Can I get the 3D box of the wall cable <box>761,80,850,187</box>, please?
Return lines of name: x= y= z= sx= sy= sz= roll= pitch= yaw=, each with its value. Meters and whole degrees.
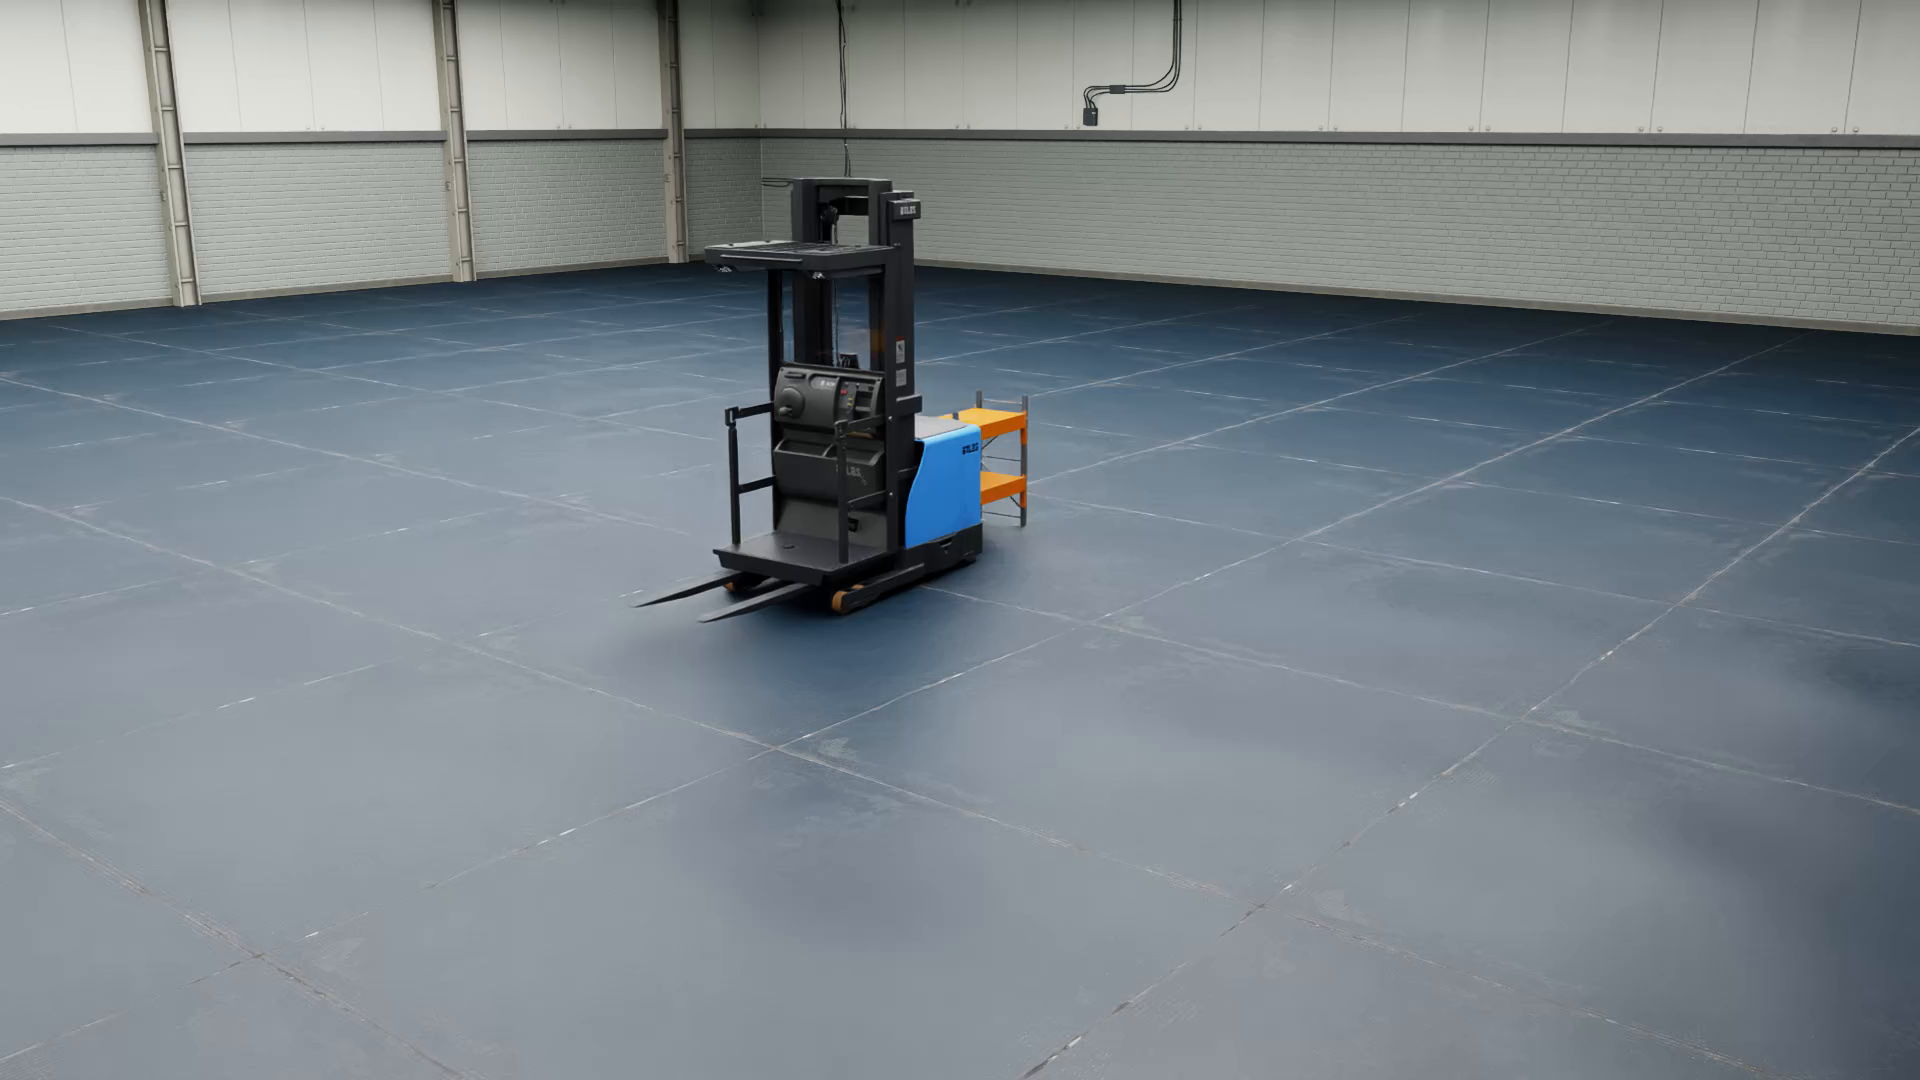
wall cable: x=-3.848 y=-9.856 z=40.450 sx=3.097 sy=2.526 sz=0.112 roll=11 pitch=18 yaw=38

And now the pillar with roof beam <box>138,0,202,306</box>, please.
pillar with roof beam: x=-10.922 y=-8.037 z=26.983 sx=9.100 sy=9.000 sz=0.400 roll=11 pitch=18 yaw=38

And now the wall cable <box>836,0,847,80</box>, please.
wall cable: x=-1.744 y=-11.885 z=38.180 sx=3.097 sy=2.526 sz=0.112 roll=11 pitch=18 yaw=38

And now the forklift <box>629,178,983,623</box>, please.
forklift: x=-1.067 y=-1.034 z=11.742 sx=1.130 sy=2.935 sz=3.031 roll=10 pitch=17 yaw=33

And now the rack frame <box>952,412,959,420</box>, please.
rack frame: x=-0.223 y=-0.482 z=13.234 sx=0.500 sy=1.125 sz=0.032 roll=9 pitch=17 yaw=33

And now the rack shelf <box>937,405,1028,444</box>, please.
rack shelf: x=0.063 y=-0.869 z=13.570 sx=0.538 sy=0.278 sz=1.000 roll=9 pitch=17 yaw=33

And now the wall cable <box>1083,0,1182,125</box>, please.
wall cable: x=3.526 y=-11.537 z=33.854 sx=2.305 sy=6.003 sz=0.169 roll=11 pitch=18 yaw=38

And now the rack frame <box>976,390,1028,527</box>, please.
rack frame: x=0.348 y=-0.689 z=14.049 sx=0.500 sy=1.125 sz=0.032 roll=9 pitch=17 yaw=33

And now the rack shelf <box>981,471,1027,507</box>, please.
rack shelf: x=0.063 y=-0.348 z=13.702 sx=0.538 sy=0.278 sz=1.000 roll=9 pitch=17 yaw=33

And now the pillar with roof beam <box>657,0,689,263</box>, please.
pillar with roof beam: x=-3.380 y=-10.335 z=36.030 sx=9.100 sy=9.000 sz=0.400 roll=11 pitch=18 yaw=38

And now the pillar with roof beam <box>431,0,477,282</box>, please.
pillar with roof beam: x=-7.151 y=-9.186 z=31.507 sx=9.100 sy=9.000 sz=0.400 roll=11 pitch=18 yaw=38

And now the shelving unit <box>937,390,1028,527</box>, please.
shelving unit: x=0.063 y=-0.585 z=13.642 sx=0.538 sy=1.125 sz=1.048 roll=9 pitch=17 yaw=33
